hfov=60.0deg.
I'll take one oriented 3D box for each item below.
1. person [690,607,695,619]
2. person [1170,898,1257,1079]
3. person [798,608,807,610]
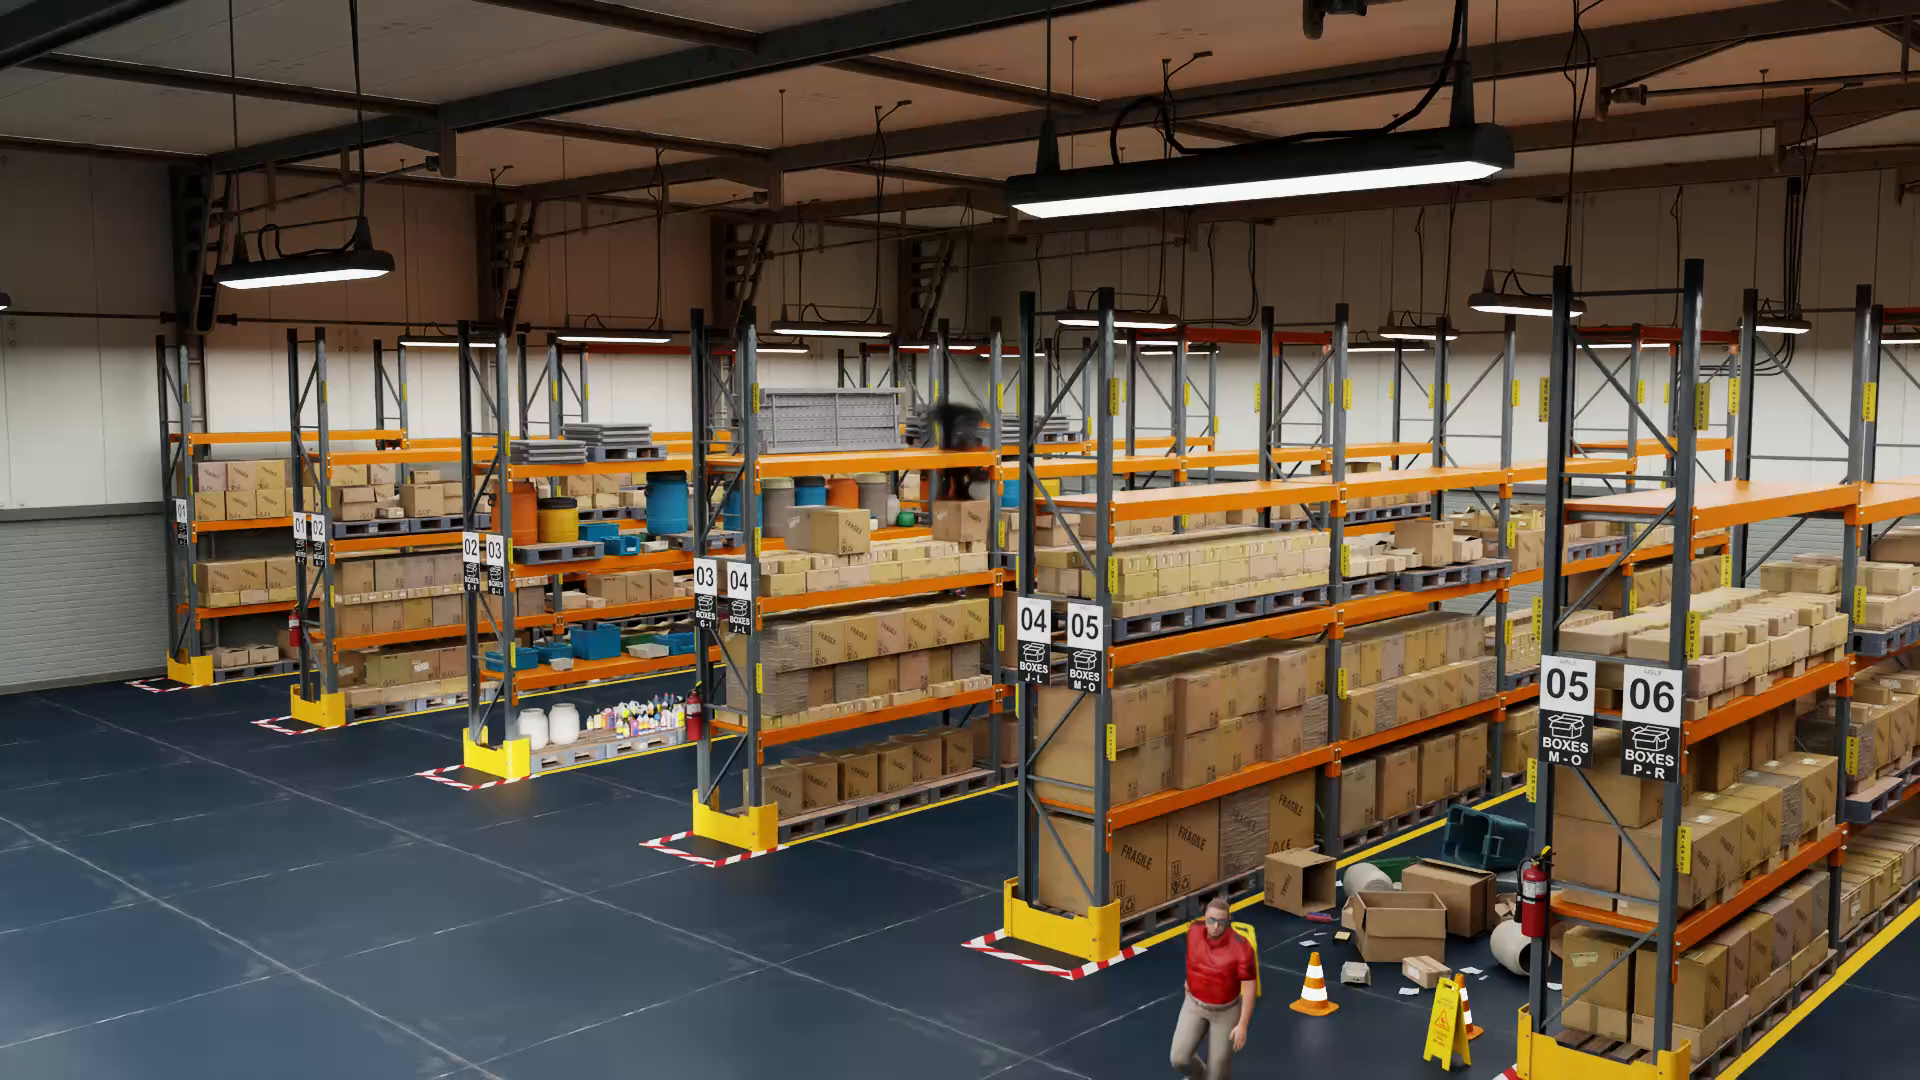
[{"bbox_3d":[-5.225,1.149,33.982,0.591,1.648,0.611,4,7,38],"label":"person"},{"bbox_3d":[1.762,3.255,11.552,0.685,1.685,0.585,3,6,28],"label":"person"},{"bbox_3d":[-2.441,1.736,28.253,0.746,1.630,0.829,2,6,16],"label":"person"}]
